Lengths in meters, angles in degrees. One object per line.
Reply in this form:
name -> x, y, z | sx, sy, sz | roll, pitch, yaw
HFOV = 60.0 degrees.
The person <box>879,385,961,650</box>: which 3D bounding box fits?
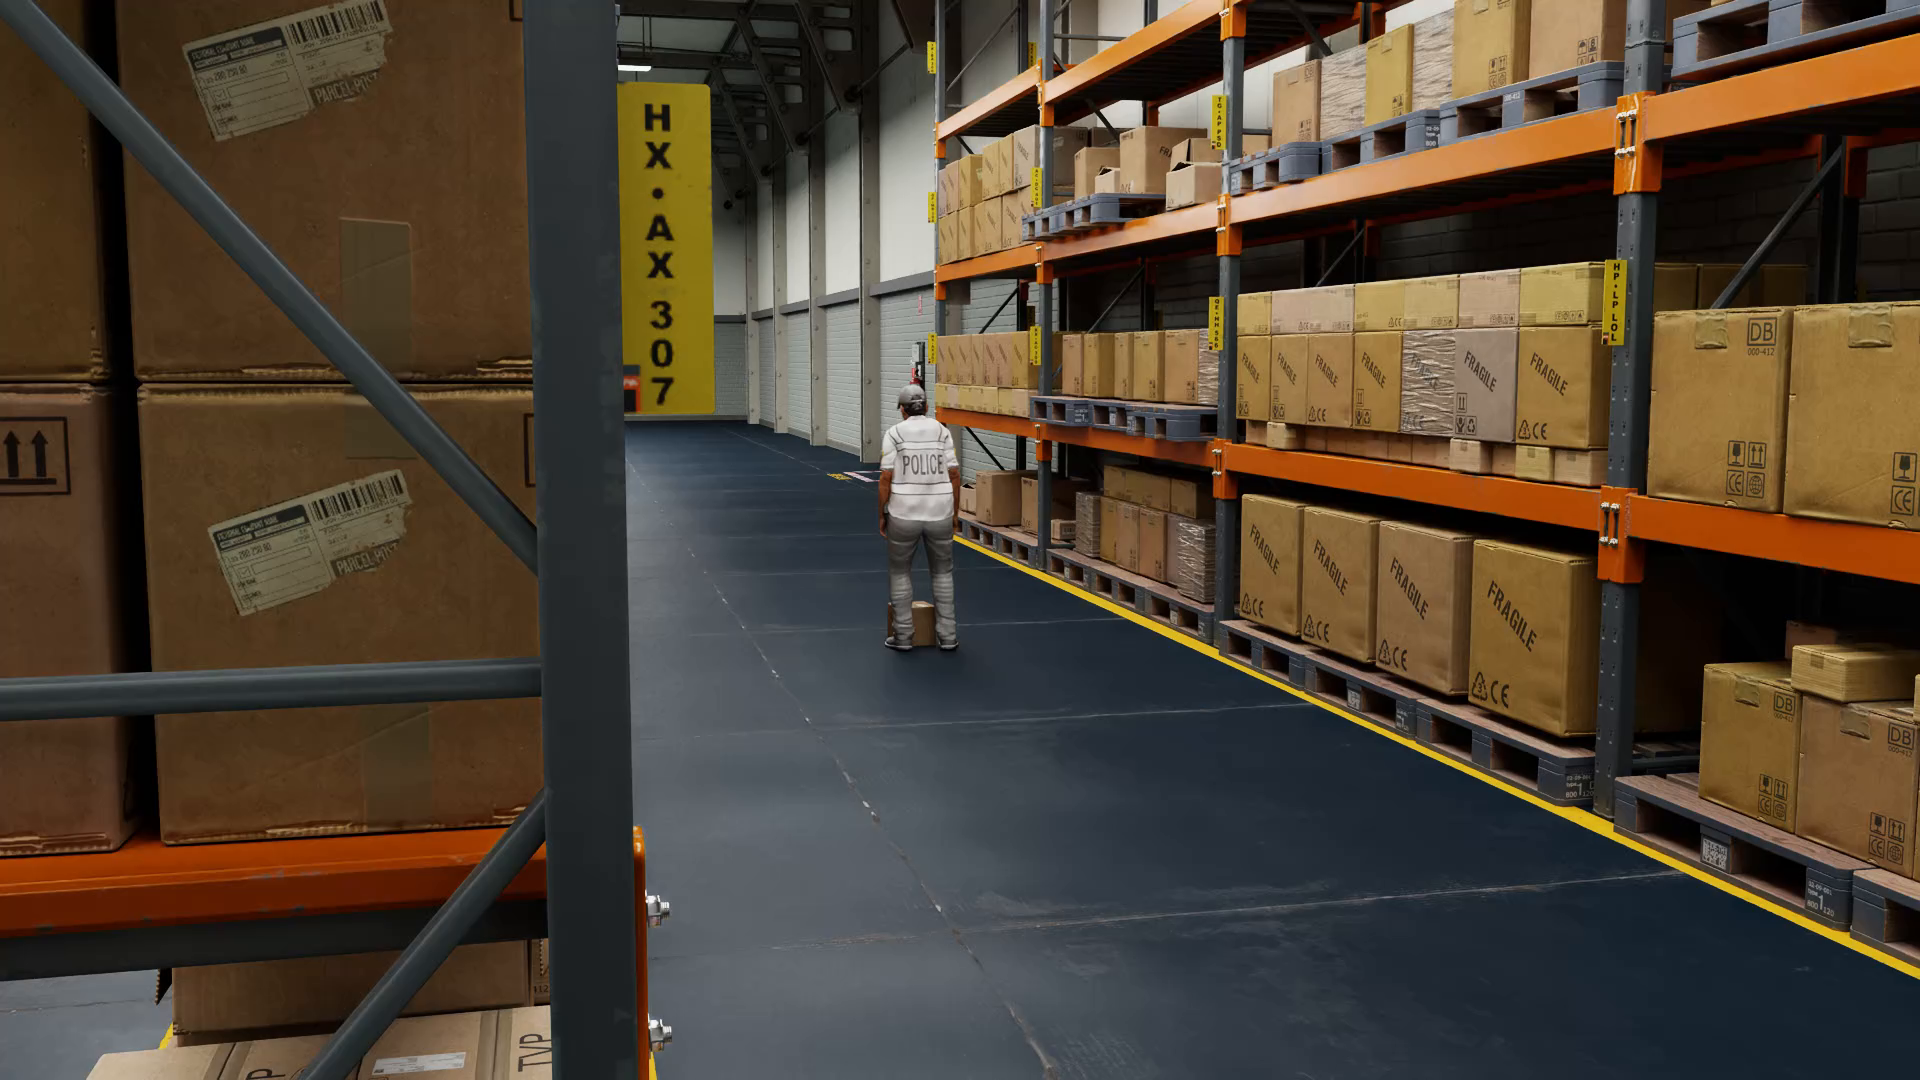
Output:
person -> -0.255, -0.138, 10.423 | 0.537, 1.665, 0.470 | -2, 6, -14
